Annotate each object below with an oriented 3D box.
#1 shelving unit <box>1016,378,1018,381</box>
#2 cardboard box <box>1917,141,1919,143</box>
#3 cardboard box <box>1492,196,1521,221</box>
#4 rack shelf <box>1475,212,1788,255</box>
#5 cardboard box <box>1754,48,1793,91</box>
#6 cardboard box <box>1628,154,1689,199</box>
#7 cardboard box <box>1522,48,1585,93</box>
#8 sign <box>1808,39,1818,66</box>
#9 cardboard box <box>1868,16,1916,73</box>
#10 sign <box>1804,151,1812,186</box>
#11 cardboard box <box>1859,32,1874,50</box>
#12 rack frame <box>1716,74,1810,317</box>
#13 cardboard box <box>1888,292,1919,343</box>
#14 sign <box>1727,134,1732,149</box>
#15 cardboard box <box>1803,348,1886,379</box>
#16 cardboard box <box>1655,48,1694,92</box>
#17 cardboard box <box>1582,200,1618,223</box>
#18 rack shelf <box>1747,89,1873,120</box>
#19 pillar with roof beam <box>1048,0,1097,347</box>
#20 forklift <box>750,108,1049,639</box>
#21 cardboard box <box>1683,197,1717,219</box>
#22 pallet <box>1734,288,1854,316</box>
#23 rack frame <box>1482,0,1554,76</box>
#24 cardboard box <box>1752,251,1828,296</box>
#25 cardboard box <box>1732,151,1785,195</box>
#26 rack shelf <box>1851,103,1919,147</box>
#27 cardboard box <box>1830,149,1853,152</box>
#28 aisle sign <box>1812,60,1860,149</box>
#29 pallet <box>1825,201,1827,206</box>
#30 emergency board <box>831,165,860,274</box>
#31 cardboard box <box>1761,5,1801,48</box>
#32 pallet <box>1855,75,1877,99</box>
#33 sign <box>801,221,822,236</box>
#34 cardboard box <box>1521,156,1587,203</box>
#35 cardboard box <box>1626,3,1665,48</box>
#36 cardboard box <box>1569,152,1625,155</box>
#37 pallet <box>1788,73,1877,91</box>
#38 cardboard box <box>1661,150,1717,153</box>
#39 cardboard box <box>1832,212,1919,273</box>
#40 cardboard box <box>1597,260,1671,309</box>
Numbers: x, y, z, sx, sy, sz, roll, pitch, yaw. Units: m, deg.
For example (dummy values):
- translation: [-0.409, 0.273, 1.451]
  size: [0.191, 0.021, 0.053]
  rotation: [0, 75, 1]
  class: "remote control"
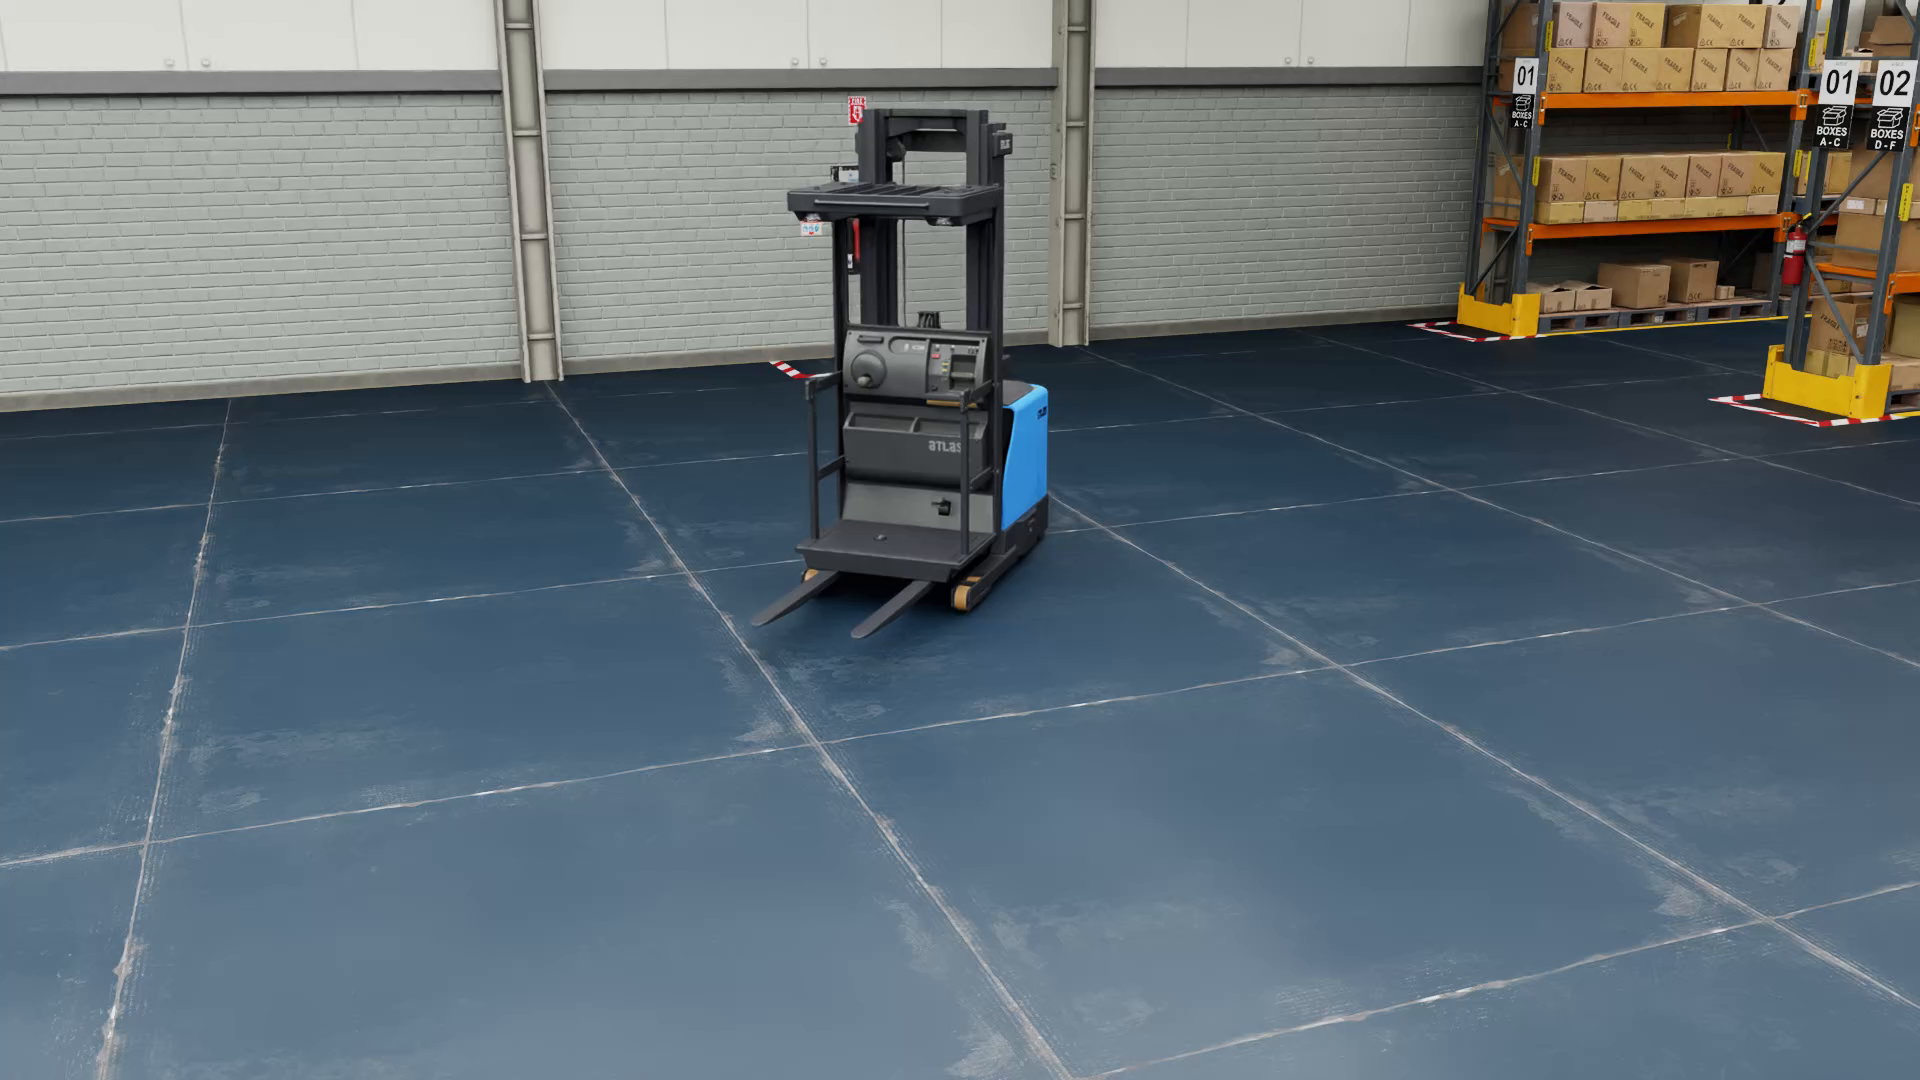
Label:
- translation: [0.263, -0.624, 11.860]
  size: [0.252, 1.050, 0.215]
  rotation: [5, 17, 16]
  class: "shelving unit"
- translation: [9.273, -3.500, 15.712]
  size: [0.500, 0.500, 0.700]
  rotation: [-7, 18, -22]
  class: "cardboard box"
- translation: [6.885, -4.065, 20.346]
  size: [0.500, 0.250, 0.500]
  rotation: [-6, 17, -19]
  class: "cardboard box"
- translation: [8.385, -3.885, 20.782]
  size: [4.000, 0.370, 1.077]
  rotation: [-6, 17, -20]
  class: "rack shelf"
- translation: [9.867, -5.813, 20.532]
  size: [0.500, 0.500, 0.500]
  rotation: [-6, 17, -19]
  class: "cardboard box"
- translation: [8.499, -4.448, 20.321]
  size: [0.500, 0.500, 0.500]
  rotation: [-6, 17, -18]
  class: "cardboard box"
- translation: [6.919, -5.493, 19.445]
  size: [0.500, 0.500, 0.500]
  rotation: [-6, 17, -19]
  class: "cardboard box"
- translation: [10.454, -5.977, 20.388]
  size: [0.005, 0.325, 0.100]
  rotation: [-6, 17, -20]
  class: "sign"
- translation: [8.832, -4.540, 15.234]
  size: [0.637, 0.503, 0.797]
  rotation: [-5, 17, -16]
  class: "cardboard box"
- translation: [8.113, -3.539, 15.851]
  size: [0.005, 0.325, 0.100]
  rotation: [-6, 17, -20]
  class: "sign"
- translation: [11.944, -6.279, 21.411]
  size: [0.500, 0.500, 0.500]
  rotation: [-7, 18, -22]
  class: "cardboard box"
- translation: [10.253, -4.432, 21.367]
  size: [0.127, 3.000, 1.000]
  rotation: [-6, 17, -20]
  class: "rack frame"
- translation: [9.617, -2.205, 16.587]
  size: [0.500, 0.500, 0.500]
  rotation: [-6, 17, -20]
  class: "cardboard box"
- translation: [10.051, -5.133, 21.700]
  size: [0.005, 0.325, 0.100]
  rotation: [-6, 17, -20]
  class: "sign"
- translation: [8.689, -1.740, 16.334]
  size: [0.500, 0.250, 0.500]
  rotation: [-6, 17, -20]
  class: "cardboard box"
- translation: [8.410, -5.651, 19.982]
  size: [0.500, 0.500, 0.500]
  rotation: [-5, 17, -17]
  class: "cardboard box"
- translation: [7.567, -3.988, 20.086]
  size: [0.500, 0.250, 0.500]
  rotation: [-7, 18, -22]
  class: "cardboard box"
- translation: [12.120, -5.728, 21.732]
  size: [4.000, 0.370, 1.077]
  rotation: [-6, 17, -20]
  class: "rack shelf"
- translation: [2.800, -5.468, 14.247]
  size: [0.400, 9.000, 9.100]
  rotation: [-6, 17, -20]
  class: "pillar with roof beam"
- translation: [-0.350, -1.096, 10.128]
  size: [1.130, 2.935, 3.031]
  rotation: [6, 17, 19]
  class: "forklift"
- translation: [8.987, -4.139, 20.601]
  size: [0.500, 0.250, 0.500]
  rotation: [-6, 17, -20]
  class: "cardboard box"
- translation: [10.979, -3.173, 22.029]
  size: [1.213, 0.211, 1.003]
  rotation: [-6, 17, -20]
  class: "pallet"
- translation: [6.518, -6.907, 19.148]
  size: [0.127, 3.000, 1.000]
  rotation: [-6, 17, -20]
  class: "rack frame"
- translation: [10.934, -3.522, 21.925]
  size: [0.500, 0.500, 0.700]
  rotation: [-6, 17, -18]
  class: "cardboard box"
- translation: [9.922, -4.600, 20.840]
  size: [0.500, 0.500, 0.500]
  rotation: [-6, 17, -20]
  class: "cardboard box"
- translation: [10.161, -4.021, 15.922]
  size: [4.000, 0.370, 1.077]
  rotation: [-6, 17, -20]
  class: "rack shelf"
- translation: [11.868, -4.863, 21.875]
  size: [0.500, 0.500, 0.700]
  rotation: [-4, 17, -12]
  class: "cardboard box"
- translation: [8.127, -4.044, 15.431]
  size: [0.004, 0.787, 0.394]
  rotation: [-6, 17, -20]
  class: "aisle sign"
- translation: [12.154, -4.533, 22.051]
  size: [1.213, 0.211, 1.003]
  rotation: [-6, 17, -20]
  class: "pallet"
- translation: [-1.062, -3.483, 18.135]
  size: [0.643, 1.169, 0.194]
  rotation: [-6, 17, -20]
  class: "emergency board"
- translation: [9.882, -6.287, 20.372]
  size: [0.500, 0.500, 0.500]
  rotation: [-8, 18, -25]
  class: "cardboard box"
- translation: [8.963, -4.187, 15.366]
  size: [1.213, 0.211, 1.003]
  rotation: [-6, 17, -20]
  class: "pallet"
- translation: [-1.615, -3.471, 18.032]
  size: [0.234, 0.329, 0.001]
  rotation: [-6, 17, -20]
  class: "sign"
- translation: [7.071, -4.295, 19.801]
  size: [0.500, 0.500, 0.500]
  rotation: [-6, 17, -20]
  class: "cardboard box"
- translation: [7.925, -6.072, 19.641]
  size: [0.500, 0.500, 0.500]
  rotation: [-6, 17, -19]
  class: "cardboard box"
- translation: [7.837, -4.531, 20.604]
  size: [0.500, 0.500, 0.500]
  rotation: [-7, 18, -22]
  class: "cardboard box"
- translation: [10.868, -5.815, 21.087]
  size: [1.003, 0.211, 1.213]
  rotation: [-6, 17, -20]
  class: "pallet"
- translation: [9.255, -4.686, 21.131]
  size: [0.500, 0.500, 0.500]
  rotation: [-6, 17, -20]
  class: "cardboard box"
- translation: [8.734, -2.817, 15.691]
  size: [0.500, 0.500, 0.700]
  rotation: [-6, 17, -20]
  class: "cardboard box"
- translation: [8.431, -3.205, 20.844]
  size: [0.500, 0.500, 0.700]
  rotation: [-7, 18, -24]
  class: "cardboard box"
